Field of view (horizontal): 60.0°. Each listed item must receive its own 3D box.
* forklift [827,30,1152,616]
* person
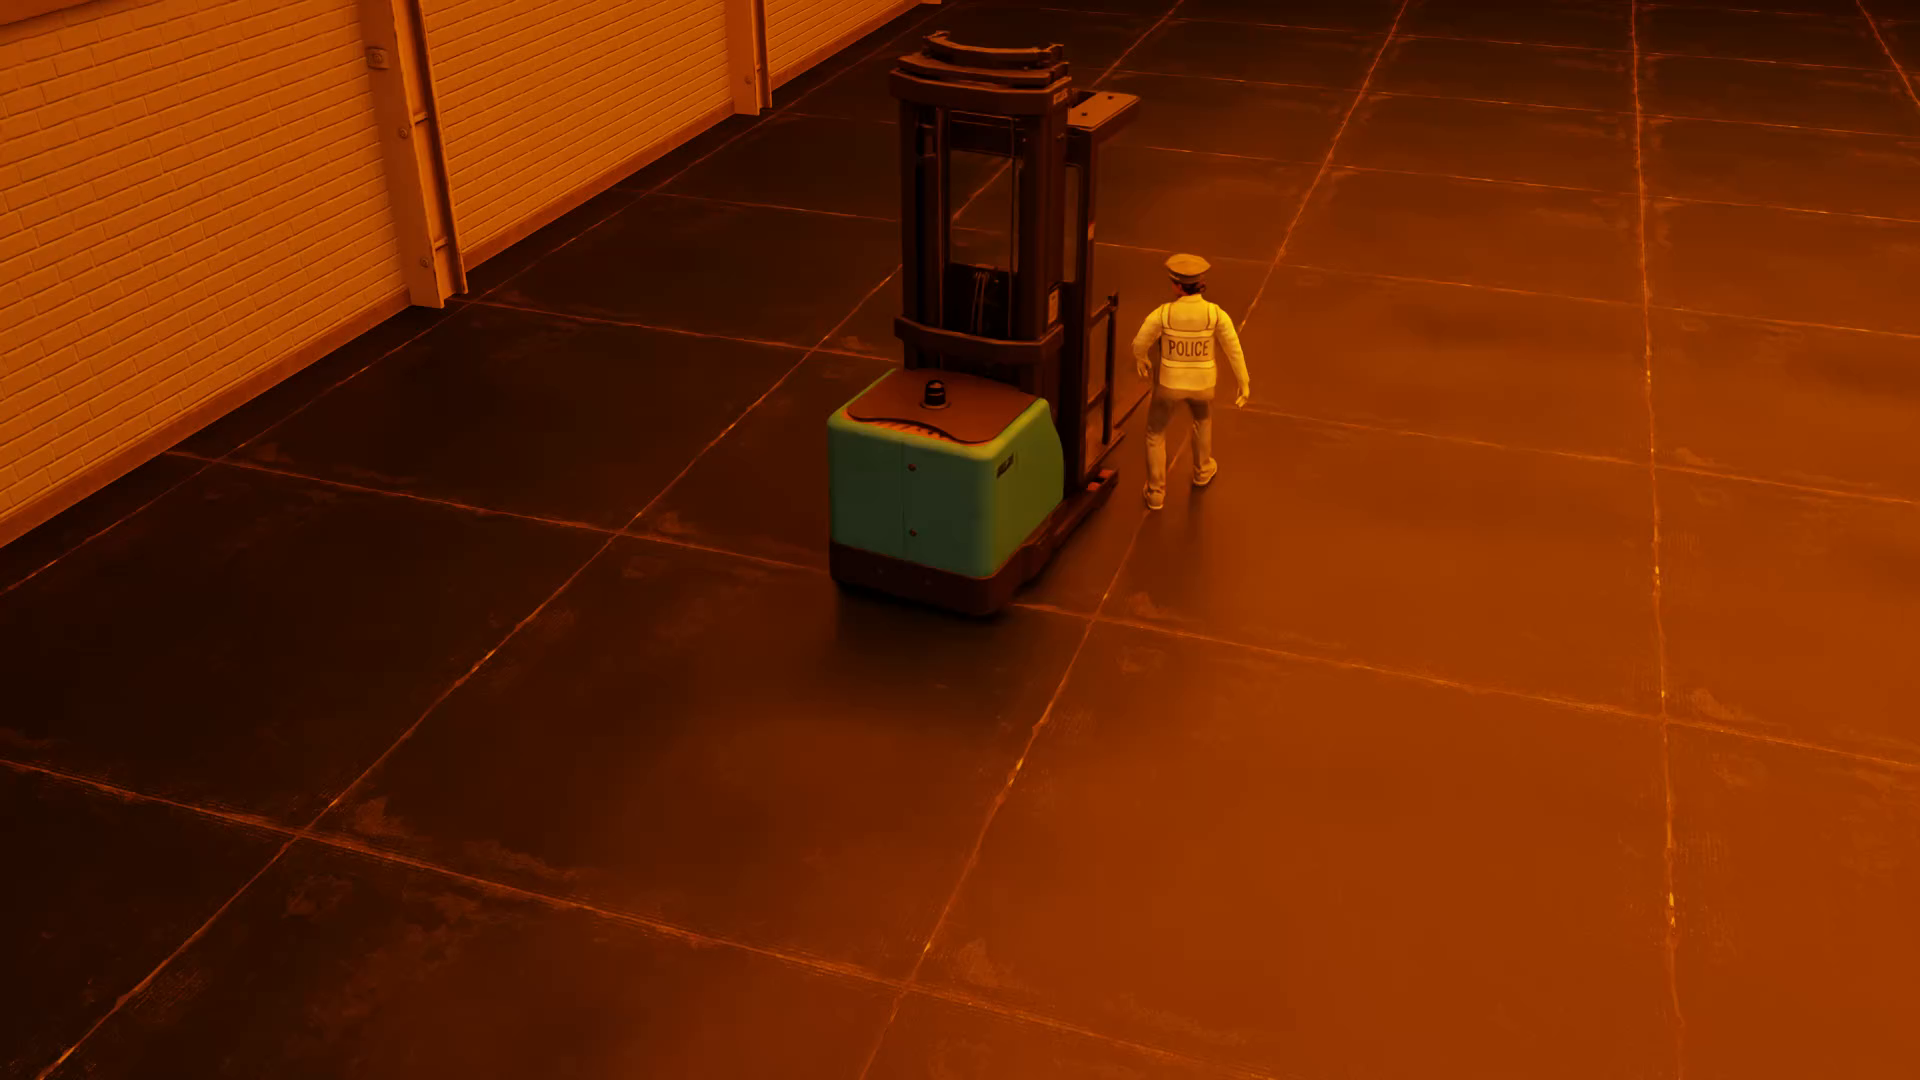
[{"bbox_3d":[0.359,-1.559,9.872,1.130,2.935,3.031,14,32,23],"label":"forklift"},{"bbox_3d":[1.412,-1.019,10.276,0.722,1.586,0.615,0,30,1],"label":"person"}]
